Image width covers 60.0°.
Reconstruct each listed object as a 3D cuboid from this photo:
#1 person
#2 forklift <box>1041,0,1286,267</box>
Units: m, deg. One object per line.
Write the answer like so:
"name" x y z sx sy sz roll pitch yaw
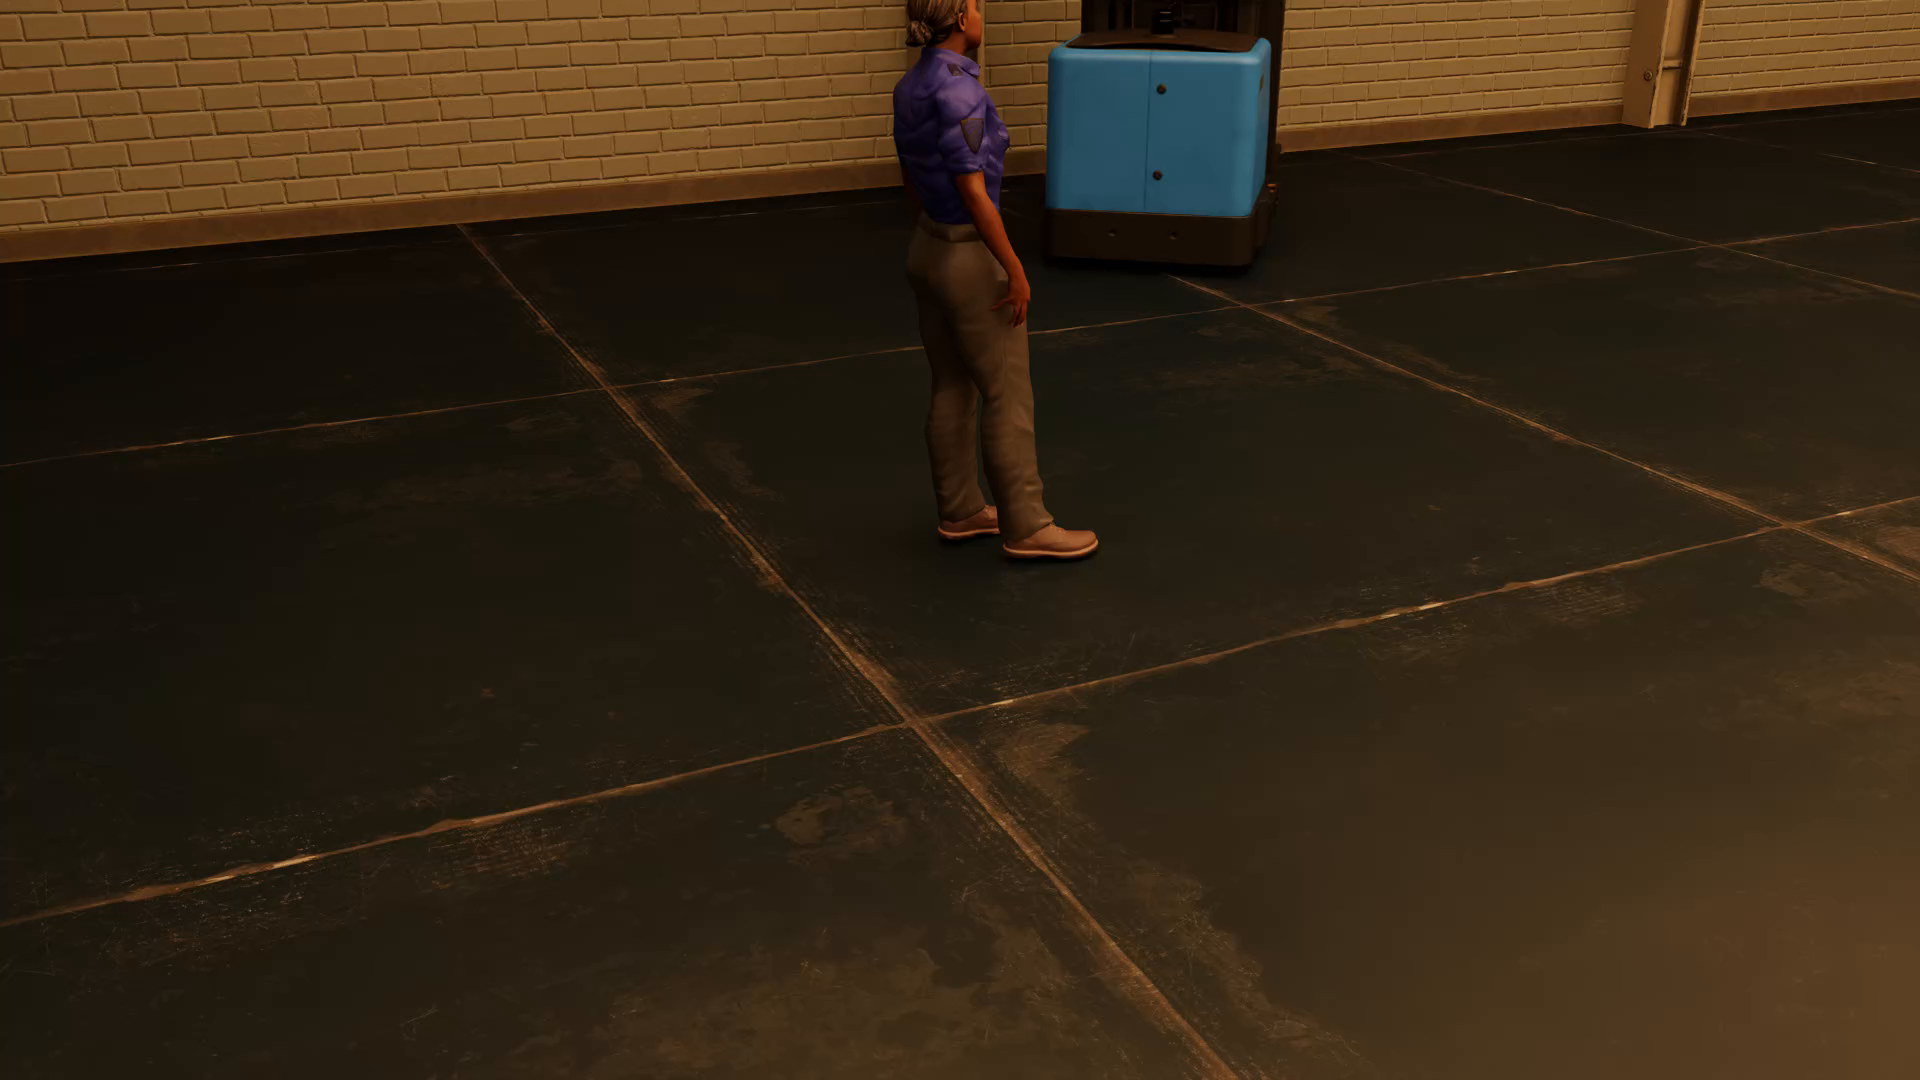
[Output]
"person" 0.088 -0.778 4.805 0.503 1.656 0.570 -10 25 -23
"forklift" 1.257 -3.231 9.063 1.130 2.935 3.031 5 23 13
